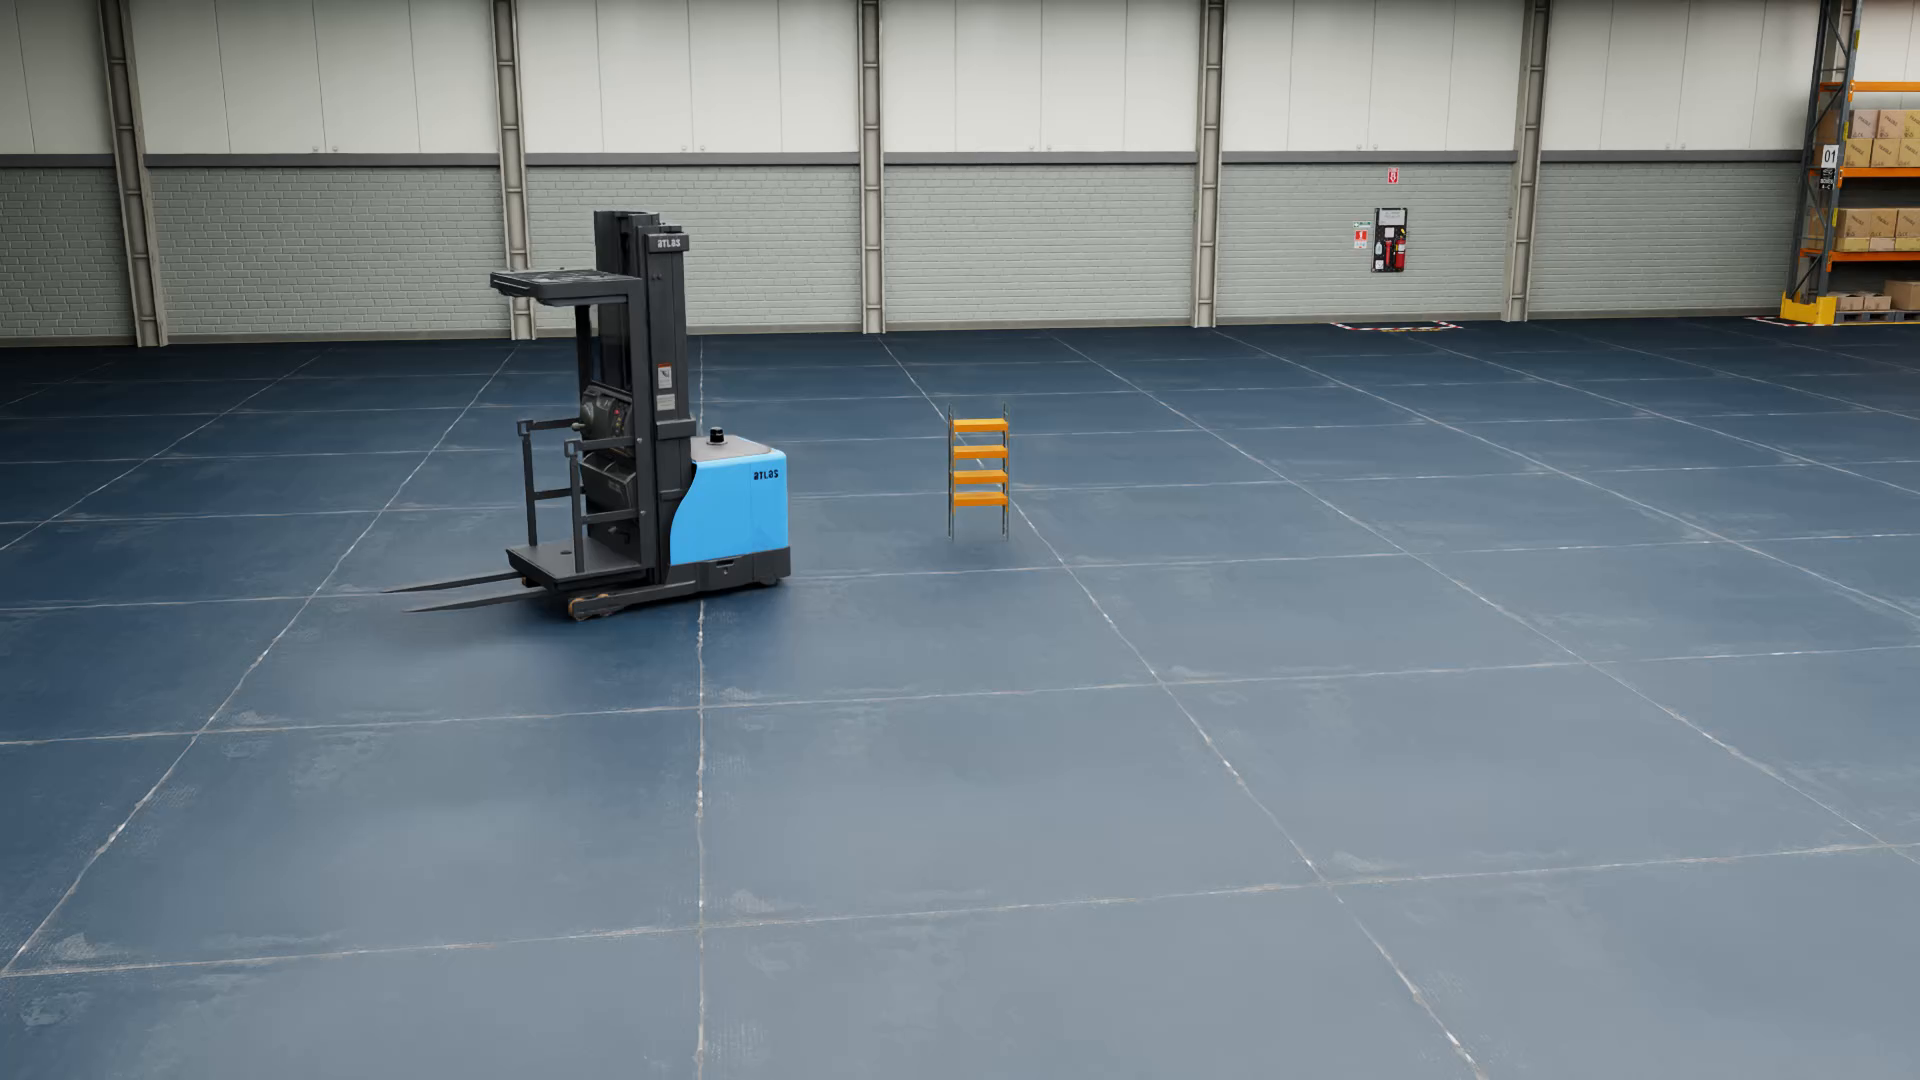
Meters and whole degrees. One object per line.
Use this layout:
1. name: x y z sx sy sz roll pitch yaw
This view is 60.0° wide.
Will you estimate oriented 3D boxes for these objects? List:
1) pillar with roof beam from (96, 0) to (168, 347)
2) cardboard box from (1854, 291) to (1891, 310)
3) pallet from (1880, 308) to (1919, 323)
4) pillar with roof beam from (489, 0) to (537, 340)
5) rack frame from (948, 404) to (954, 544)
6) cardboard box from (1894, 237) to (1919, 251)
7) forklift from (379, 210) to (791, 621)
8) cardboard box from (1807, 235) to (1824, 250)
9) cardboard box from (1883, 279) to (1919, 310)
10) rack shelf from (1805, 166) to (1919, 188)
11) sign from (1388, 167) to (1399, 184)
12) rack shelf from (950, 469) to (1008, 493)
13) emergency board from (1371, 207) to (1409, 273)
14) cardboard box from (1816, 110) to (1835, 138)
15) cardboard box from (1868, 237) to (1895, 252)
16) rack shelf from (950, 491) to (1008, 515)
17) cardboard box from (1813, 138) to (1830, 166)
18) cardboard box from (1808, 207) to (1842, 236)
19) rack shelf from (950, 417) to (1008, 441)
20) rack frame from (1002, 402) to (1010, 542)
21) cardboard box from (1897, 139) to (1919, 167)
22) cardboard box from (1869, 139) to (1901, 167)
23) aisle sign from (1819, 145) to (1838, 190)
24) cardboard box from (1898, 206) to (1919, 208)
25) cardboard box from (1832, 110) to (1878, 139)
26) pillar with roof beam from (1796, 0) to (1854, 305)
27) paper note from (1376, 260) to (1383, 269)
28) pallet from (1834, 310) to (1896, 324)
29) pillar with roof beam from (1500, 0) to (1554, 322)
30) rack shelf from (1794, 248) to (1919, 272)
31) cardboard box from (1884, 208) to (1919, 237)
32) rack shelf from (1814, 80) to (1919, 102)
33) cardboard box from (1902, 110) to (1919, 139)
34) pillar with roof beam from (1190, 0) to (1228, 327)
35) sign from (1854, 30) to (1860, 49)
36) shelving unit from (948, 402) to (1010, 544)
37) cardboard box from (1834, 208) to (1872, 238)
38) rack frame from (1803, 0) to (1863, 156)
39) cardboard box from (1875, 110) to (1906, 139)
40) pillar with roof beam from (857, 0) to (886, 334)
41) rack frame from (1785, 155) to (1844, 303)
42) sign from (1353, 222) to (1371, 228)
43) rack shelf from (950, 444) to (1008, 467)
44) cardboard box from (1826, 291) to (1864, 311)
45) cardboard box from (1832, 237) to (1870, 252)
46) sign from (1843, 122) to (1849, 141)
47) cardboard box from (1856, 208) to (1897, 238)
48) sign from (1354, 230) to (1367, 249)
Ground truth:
1. pillar with roof beam: -12.751 -6.559 22.378 0.400 9.000 9.100 -2 14 -8
2. cardboard box: 16.971 -4.472 31.011 0.500 0.311 0.500 -1 14 -4
3. pallet: 17.797 -4.253 31.248 1.213 0.211 1.003 -2 14 -8
4. pillar with roof beam: -6.818 -6.777 23.245 0.400 9.000 9.100 -2 14 -8
5. rack frame: -0.078 -0.579 14.565 0.015 1.200 0.240 -2 14 -8
6. cardboard box: 17.255 -5.456 30.579 0.500 0.250 0.500 -2 14 -9
7. forklift: -2.863 -0.970 12.562 3.031 2.935 1.130 -9 17 -33
8. cardboard box: 16.143 -5.539 30.910 0.500 0.250 0.500 -2 14 -7
9. cardboard box: 17.704 -4.578 31.046 0.500 0.500 0.700 -3 14 -12
10. rack shelf: 17.687 -6.717 30.653 4.000 0.370 1.077 -2 14 -8
11. sign: 7.868 -6.623 30.197 0.199 0.298 0.001 -2 14 -8
12. rack shelf: 0.164 -0.523 14.616 0.480 0.148 0.258 -2 14 -8
13. emergency board: 7.890 -5.474 30.384 0.643 1.169 0.194 -2 14 -8
14. cardboard box: 16.097 -7.615 30.453 0.500 0.500 0.500 -1 14 -6
15. cardboard box: 16.751 -5.439 30.512 0.500 0.250 0.500 -3 14 -10
16. rack shelf: 0.164 -0.330 14.664 0.480 0.148 0.258 -2 14 -8
17. cardboard box: 16.084 -7.128 30.565 0.500 0.500 0.500 -1 14 -4
18. cardboard box: 16.144 -5.908 30.838 0.500 0.500 0.500 -2 14 -9
19. rack shelf: 0.164 -0.969 14.504 0.480 0.148 0.258 -2 14 -8
20. rack frame: 0.405 -0.597 14.635 0.015 1.200 0.240 -2 14 -8
21. cardboard box: 17.127 -7.035 30.192 0.500 0.500 0.500 -1 14 -6
22. cardboard box: 16.614 -7.015 30.114 0.500 0.500 0.500 -1 14 -5
23. aisle sign: 15.683 -6.725 30.027 0.004 0.787 0.394 -2 14 -8
24. cardboard box: 17.652 -5.962 31.053 0.500 0.500 0.500 -2 14 -8
25. cardboard box: 16.127 -7.492 29.963 0.500 0.500 0.500 -3 14 -12
26. pillar with roof beam: 16.914 -7.647 26.713 0.400 9.000 9.100 -2 14 -8
27. paper note: 7.705 -5.057 30.532 0.142 0.148 0.016 -2 14 -8
28. pallet: 16.593 -4.210 31.075 1.213 0.211 1.003 -2 14 -8
29. pillar with roof beam: 10.981 -7.429 25.846 0.400 9.000 9.100 -2 14 -8
30. rack shelf: 17.687 -5.262 31.018 4.000 0.370 1.077 -2 14 -8
31. cardboard box: 17.228 -5.817 30.477 0.500 0.500 0.500 -3 14 -10
32. rack shelf: 17.687 -8.171 30.288 4.000 0.370 1.077 -2 14 -8
33. cardboard box: 17.135 -7.520 30.071 0.500 0.500 0.500 -2 14 -7
34. pillar with roof beam: 5.048 -7.212 24.979 0.400 9.000 9.100 -2 14 -8
35. sign: 15.790 -8.810 29.268 0.005 0.325 0.100 -2 14 -8
36. shelving unit: 0.164 -0.588 14.600 0.503 1.200 0.258 -2 14 -8
37. cardboard box: 16.226 -5.784 30.346 0.500 0.500 0.500 -2 14 -8
38. rack frame: 15.709 -8.449 29.911 0.127 3.000 1.000 -2 14 -8
39. cardboard box: 16.630 -7.498 29.987 0.500 0.500 0.500 -2 14 -9
40. pillar with roof beam: -0.885 -6.994 24.112 0.400 9.000 9.100 -2 14 -8
41. rack frame: 15.709 -5.539 30.641 0.127 3.000 1.000 -2 14 -8
42. sign: 7.334 -5.752 30.327 0.331 0.109 0.001 -2 14 -8
43. rack shelf: 0.164 -0.740 14.562 0.480 0.148 0.258 -2 14 -8
44. cardboard box: 16.407 -4.451 30.928 0.500 0.311 0.500 -4 15 -15
45. cardboard box: 16.239 -5.417 30.423 0.500 0.250 0.500 -3 14 -10
46. sign: 15.790 -7.287 29.649 0.005 0.325 0.100 -2 14 -8
47. cardboard box: 16.717 -5.800 30.408 0.500 0.500 0.500 -2 14 -8
48. sign: 7.328 -5.497 30.399 0.234 0.329 0.001 -2 14 -8
